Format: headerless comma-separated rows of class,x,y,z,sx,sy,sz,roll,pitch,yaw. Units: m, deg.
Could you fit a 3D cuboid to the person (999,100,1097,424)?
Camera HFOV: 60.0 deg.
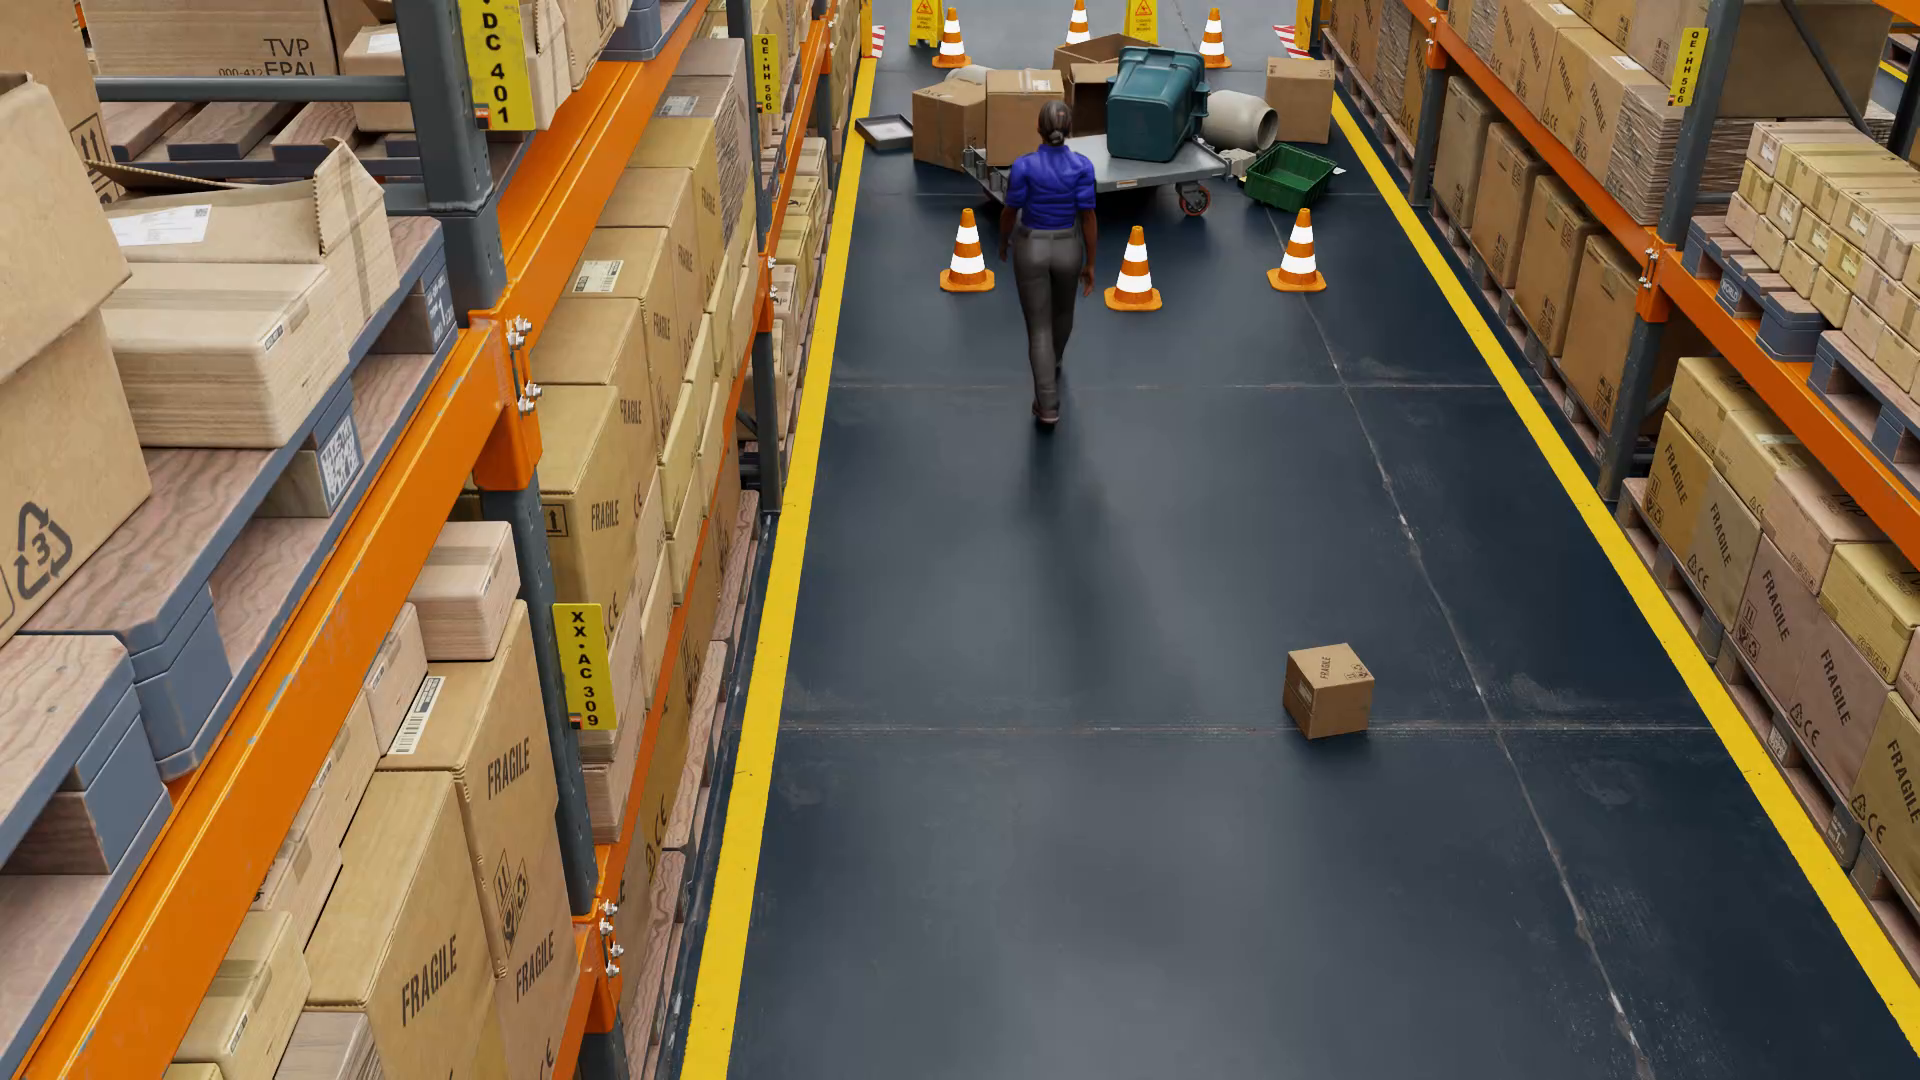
person,0.428,-1.502,8.546,0.468,1.604,0.956,-4,32,-7
